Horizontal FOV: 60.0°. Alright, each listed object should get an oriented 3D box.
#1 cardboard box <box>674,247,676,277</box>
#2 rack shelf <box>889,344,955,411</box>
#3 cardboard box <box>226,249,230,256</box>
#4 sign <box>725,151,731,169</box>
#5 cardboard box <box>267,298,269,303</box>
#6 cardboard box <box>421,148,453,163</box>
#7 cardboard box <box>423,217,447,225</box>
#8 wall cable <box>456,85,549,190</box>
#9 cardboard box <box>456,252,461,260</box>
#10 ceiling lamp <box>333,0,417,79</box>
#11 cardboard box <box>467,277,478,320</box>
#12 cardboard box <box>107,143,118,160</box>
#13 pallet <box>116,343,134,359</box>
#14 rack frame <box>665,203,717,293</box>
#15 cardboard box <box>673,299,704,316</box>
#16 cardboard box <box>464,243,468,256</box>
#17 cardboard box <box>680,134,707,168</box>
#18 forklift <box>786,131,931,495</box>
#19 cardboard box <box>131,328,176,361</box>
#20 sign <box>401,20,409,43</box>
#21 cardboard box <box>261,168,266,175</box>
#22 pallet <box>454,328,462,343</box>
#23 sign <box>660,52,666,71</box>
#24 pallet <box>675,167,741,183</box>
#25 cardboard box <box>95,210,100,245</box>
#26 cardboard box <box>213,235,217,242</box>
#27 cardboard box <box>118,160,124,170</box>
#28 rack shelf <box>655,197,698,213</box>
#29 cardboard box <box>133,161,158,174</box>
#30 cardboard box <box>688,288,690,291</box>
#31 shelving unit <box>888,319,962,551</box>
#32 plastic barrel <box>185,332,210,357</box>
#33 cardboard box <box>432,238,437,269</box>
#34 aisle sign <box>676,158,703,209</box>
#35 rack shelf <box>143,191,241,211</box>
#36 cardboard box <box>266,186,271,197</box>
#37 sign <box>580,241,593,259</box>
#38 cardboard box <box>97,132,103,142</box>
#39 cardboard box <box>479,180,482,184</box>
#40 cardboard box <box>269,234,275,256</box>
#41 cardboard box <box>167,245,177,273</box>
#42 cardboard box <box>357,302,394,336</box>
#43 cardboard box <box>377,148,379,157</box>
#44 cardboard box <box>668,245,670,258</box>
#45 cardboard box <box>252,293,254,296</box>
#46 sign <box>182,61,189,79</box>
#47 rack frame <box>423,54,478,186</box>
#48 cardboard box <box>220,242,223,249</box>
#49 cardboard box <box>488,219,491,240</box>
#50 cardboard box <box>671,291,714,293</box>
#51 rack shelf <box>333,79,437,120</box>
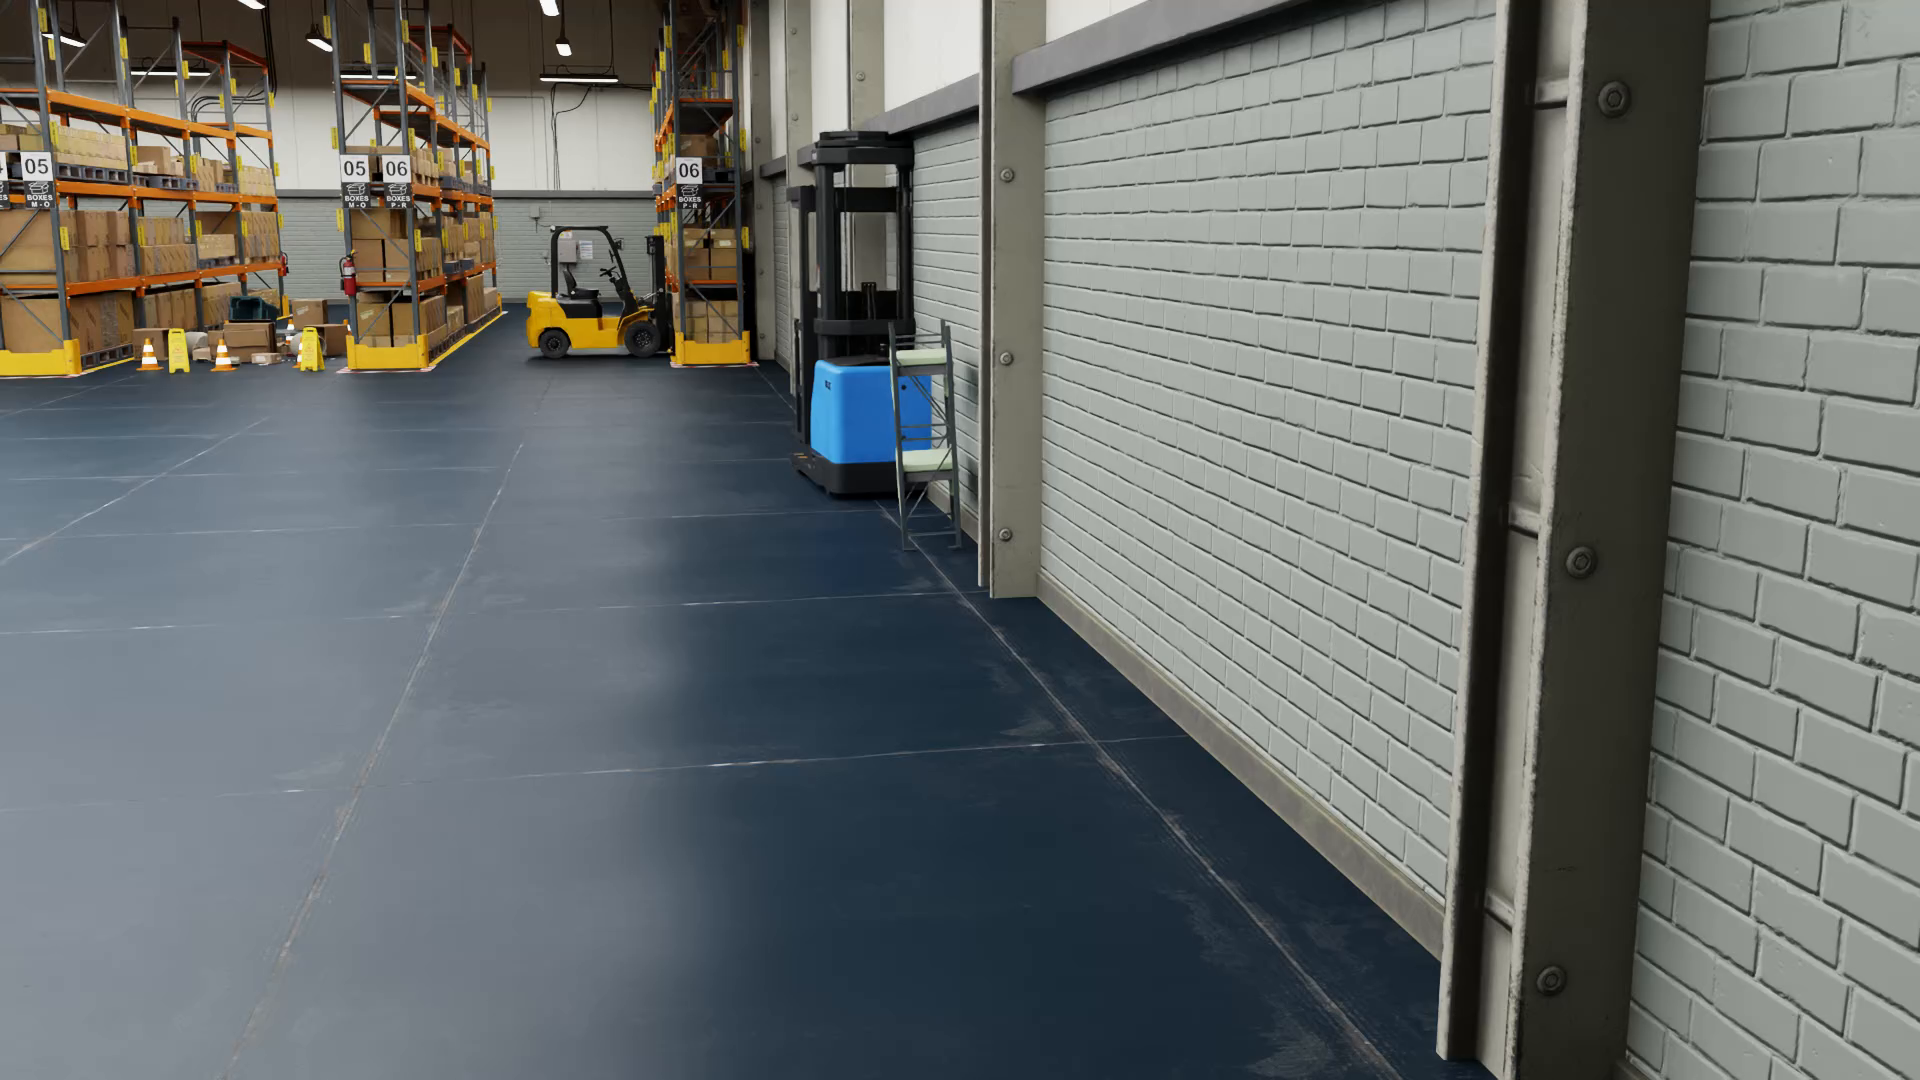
[{"bbox_3d":[-4.493,-4.629,27.728,0.500,0.500,0.500,-2,11,-12],"label":"cardboard box"},{"bbox_3d":[-0.267,-1.127,11.460,0.431,0.370,0.720,-4,11,-2],"label":"rack shelf"},{"bbox_3d":[-15.617,-6.055,35.035,0.380,0.149,0.250,-2,11,-11],"label":"cardboard box"},{"bbox_3d":[-4.182,-6.830,29.944,0.100,0.325,0.005,-2,11,-11],"label":"sign"},{"bbox_3d":[-16.134,-5.493,38.239,0.380,0.149,0.250,-2,11,-8],"label":"cardboard box"},{"bbox_3d":[-9.422,-6.927,29.986,0.500,0.250,0.500,-2,11,-12],"label":"cardboard box"},{"bbox_3d":[-9.339,-5.682,29.604,0.380,0.149,0.250,-2,11,-11],"label":"cardboard box"},{"bbox_3d":[-12.573,-11.070,45.791,2.355,3.000,0.029,-2,11,-11],"label":"wall cable"},{"bbox_3d":[-9.753,-5.440,31.803,0.380,0.149,0.250,-2,11,-10],"label":"cardboard box"},{"bbox_3d":[-14.828,-13.282,41.800,2.000,3.185,0.800,-2,11,-11],"label":"ceiling lamp"},{"bbox_3d":[-10.594,-5.052,34.776,0.875,0.875,0.875,-2,11,-10],"label":"cardboard box"},{"bbox_3d":[-13.984,-6.292,26.922,0.500,0.250,0.500,-2,11,-11],"label":"cardboard box"},{"bbox_3d":[-14.359,-3.152,27.690,1.003,0.211,1.213,-2,11,-11],"label":"pallet"},{"bbox_3d":[-5.504,-5.777,34.027,1.000,3.000,0.127,-2,11,-11],"label":"rack frame"},{"bbox_3d":[-4.449,-3.823,27.317,0.500,0.250,0.500,-2,11,-10],"label":"cardboard box"},{"bbox_3d":[-10.228,-5.870,33.578,0.500,0.250,0.500,-2,11,-11],"label":"cardboard box"},{"bbox_3d":[-4.273,-6.160,26.360,0.500,0.500,0.500,-2,11,-9],"label":"cardboard box"},{"bbox_3d":[-0.895,-2.033,14.541,1.130,2.935,3.031,-3,11,-15],"label":"forklift"},{"bbox_3d":[-13.122,-3.190,27.111,0.500,0.500,0.500,0,11,-1],"label":"cardboard box"},{"bbox_3d":[-8.284,-7.593,24.814,0.100,0.325,0.005,-2,11,-11],"label":"sign"},{"bbox_3d":[-16.251,-8.515,38.389,0.380,0.149,0.250,-2,11,-10],"label":"cardboard box"},{"bbox_3d":[-9.988,-3.859,31.409,1.003,0.211,1.213,-2,11,-11],"label":"pallet"},{"bbox_3d":[-5.256,-8.466,29.402,0.100,0.325,0.005,-2,11,-11],"label":"sign"},{"bbox_3d":[-4.060,-5.871,26.732,1.003,0.211,1.213,-2,11,-11],"label":"pallet"},{"bbox_3d":[-14.090,-4.901,26.137,0.875,0.550,0.500,-2,11,-11],"label":"cardboard box"},{"bbox_3d":[-15.410,-6.151,33.950,0.380,0.149,0.250,-2,11,-12],"label":"cardboard box"},{"bbox_3d":[-13.996,-6.168,27.339,0.380,0.149,0.250,-2,11,-10],"label":"cardboard box"},{"bbox_3d":[-6.671,-7.998,39.595,1.077,0.370,4.000,-2,11,-11],"label":"rack shelf"},{"bbox_3d":[-14.586,-6.678,29.704,0.396,0.266,0.258,-2,11,-11],"label":"cardboard box"},{"bbox_3d":[-5.947,-5.304,35.371,0.380,0.149,0.250,-2,11,-9],"label":"cardboard box"},{"bbox_3d":[-0.246,-0.744,11.534,0.431,1.500,0.755,-4,11,-2],"label":"shelving unit"},{"bbox_3d":[-12.705,-3.246,27.618,0.512,0.421,0.421,6,12,28],"label":"plastic barrel"},{"bbox_3d":[-9.052,-4.796,27.809,0.500,0.500,0.500,-2,11,-9],"label":"cardboard box"},{"bbox_3d":[-4.223,-5.564,25.956,0.394,0.787,0.004,-2,11,-11],"label":"aisle sign"},{"bbox_3d":[-15.597,-6.884,33.746,1.077,0.370,4.000,-2,11,-11],"label":"rack shelf"},{"bbox_3d":[-16.310,-8.097,38.596,0.500,0.250,0.500,-2,11,-11],"label":"cardboard box"},{"bbox_3d":[-10.515,-8.155,46.776,0.329,0.494,0.001,-2,11,-11],"label":"sign"},{"bbox_3d":[-13.802,-6.374,26.289,0.380,0.149,0.250,-2,11,-12],"label":"cardboard box"},{"bbox_3d":[-11.592,-8.516,39.673,0.380,0.149,0.250,-3,11,-15],"label":"cardboard box"},{"bbox_3d":[-16.329,-6.892,38.822,0.500,0.500,0.500,-2,11,-12],"label":"cardboard box"},{"bbox_3d":[-14.560,-5.097,30.184,0.500,0.500,0.500,-2,11,-10],"label":"cardboard box"},{"bbox_3d":[-9.228,-3.490,26.236,0.500,0.500,0.500,-2,11,-11],"label":"cardboard box"},{"bbox_3d":[-9.251,-6.065,26.057,0.380,0.149,0.250,-2,11,-11],"label":"cardboard box"},{"bbox_3d":[-5.179,-5.390,31.058,0.500,0.250,0.500,-2,11,-12],"label":"cardboard box"},{"bbox_3d":[-16.016,-5.444,37.187,0.380,0.149,0.250,-2,11,-12],"label":"cardboard box"},{"bbox_3d":[-14.664,-8.902,31.478,0.100,0.325,0.005,-2,11,-11],"label":"sign"},{"bbox_3d":[-11.150,-9.277,36.368,1.000,3.000,0.127,-2,11,-11],"label":"rack frame"},{"bbox_3d":[-15.510,-6.103,34.490,0.380,0.149,0.250,-3,11,-14],"label":"cardboard box"},{"bbox_3d":[-11.377,-7.338,39.287,0.500,0.500,0.500,-2,11,-11],"label":"cardboard box"},{"bbox_3d":[-5.396,-4.702,33.606,0.875,0.625,0.625,-2,11,-9],"label":"cardboard box"},{"bbox_3d":[-9.205,-7.088,26.800,1.077,0.370,4.000,-2,11,-11],"label":"rack shelf"}]
